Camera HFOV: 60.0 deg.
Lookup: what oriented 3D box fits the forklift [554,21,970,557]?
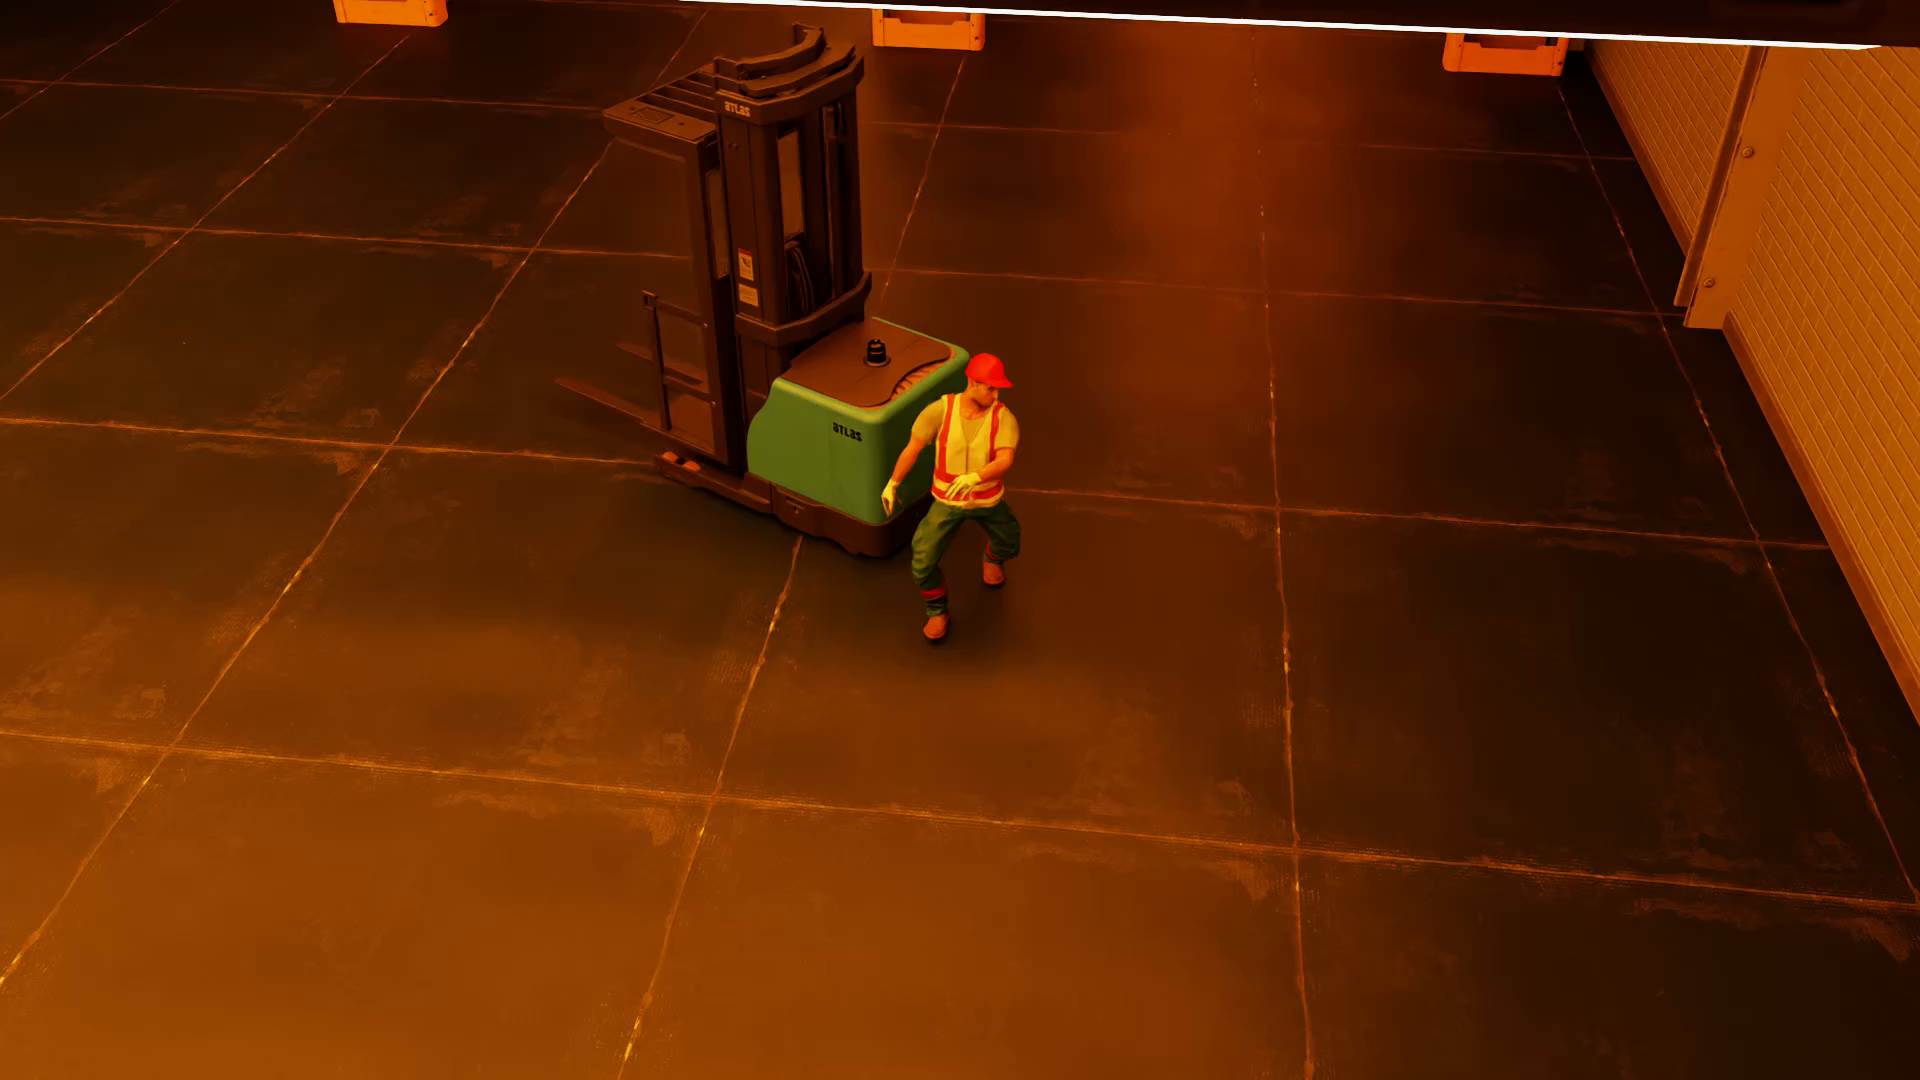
[{"bbox_3d":[-1.417,-1.764,10.423,3.031,2.935,1.130,23,42,28],"label":"forklift"}]

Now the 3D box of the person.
[{"bbox_3d":[-0.039,-0.242,9.435,0.806,1.638,0.851,-5,37,-7],"label":"person"}]
